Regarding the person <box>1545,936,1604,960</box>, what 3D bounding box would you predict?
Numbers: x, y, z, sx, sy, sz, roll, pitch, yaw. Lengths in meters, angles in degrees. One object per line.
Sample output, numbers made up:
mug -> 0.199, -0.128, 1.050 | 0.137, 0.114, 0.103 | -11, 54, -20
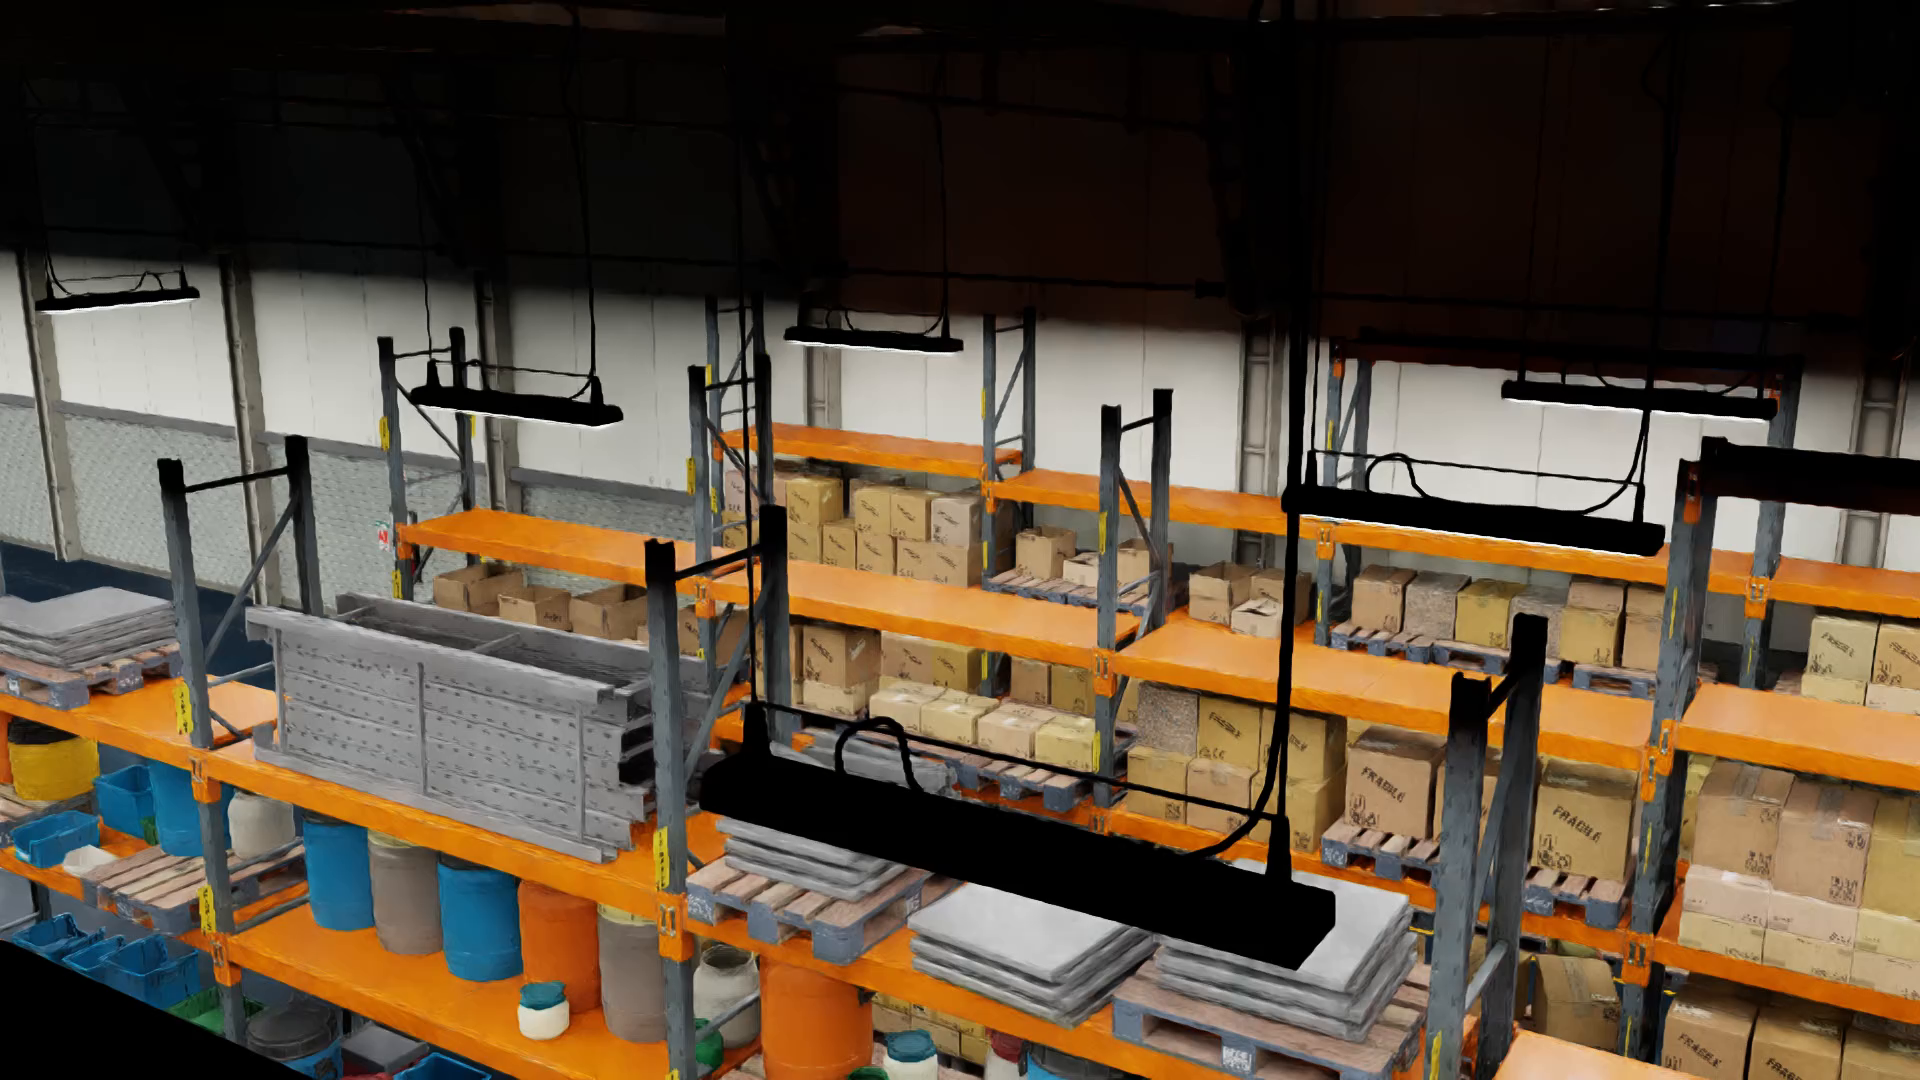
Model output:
person -> 5.244, 3.825, 14.219 | 0.538, 1.679, 0.454 | 2, 14, 6
